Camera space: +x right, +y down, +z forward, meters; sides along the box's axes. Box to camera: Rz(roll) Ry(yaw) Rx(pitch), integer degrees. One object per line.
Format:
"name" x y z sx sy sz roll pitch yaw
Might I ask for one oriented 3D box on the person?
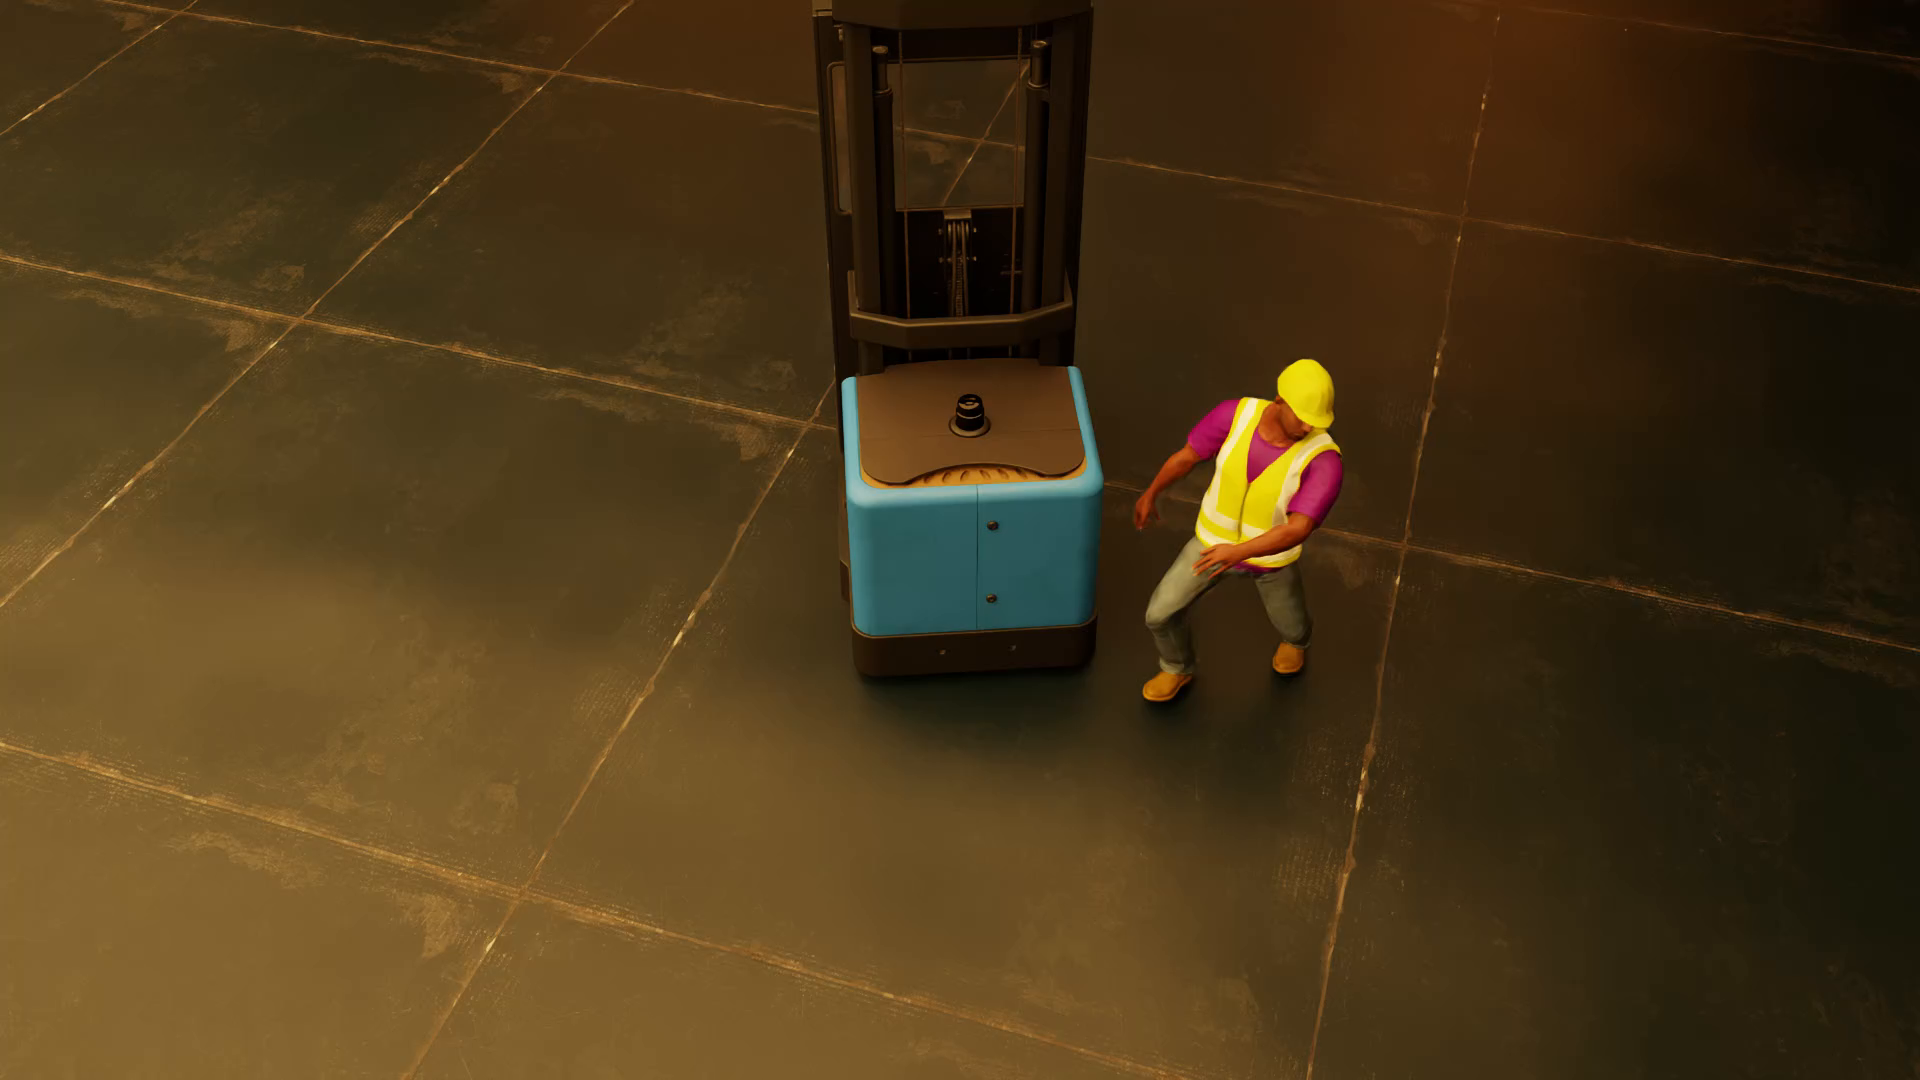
"person" 1.053 0.004 6.632 0.794 1.659 0.853 17 46 17

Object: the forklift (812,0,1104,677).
"forklift" -0.048 -1.486 7.287 1.130 2.935 3.031 -3 43 -3
